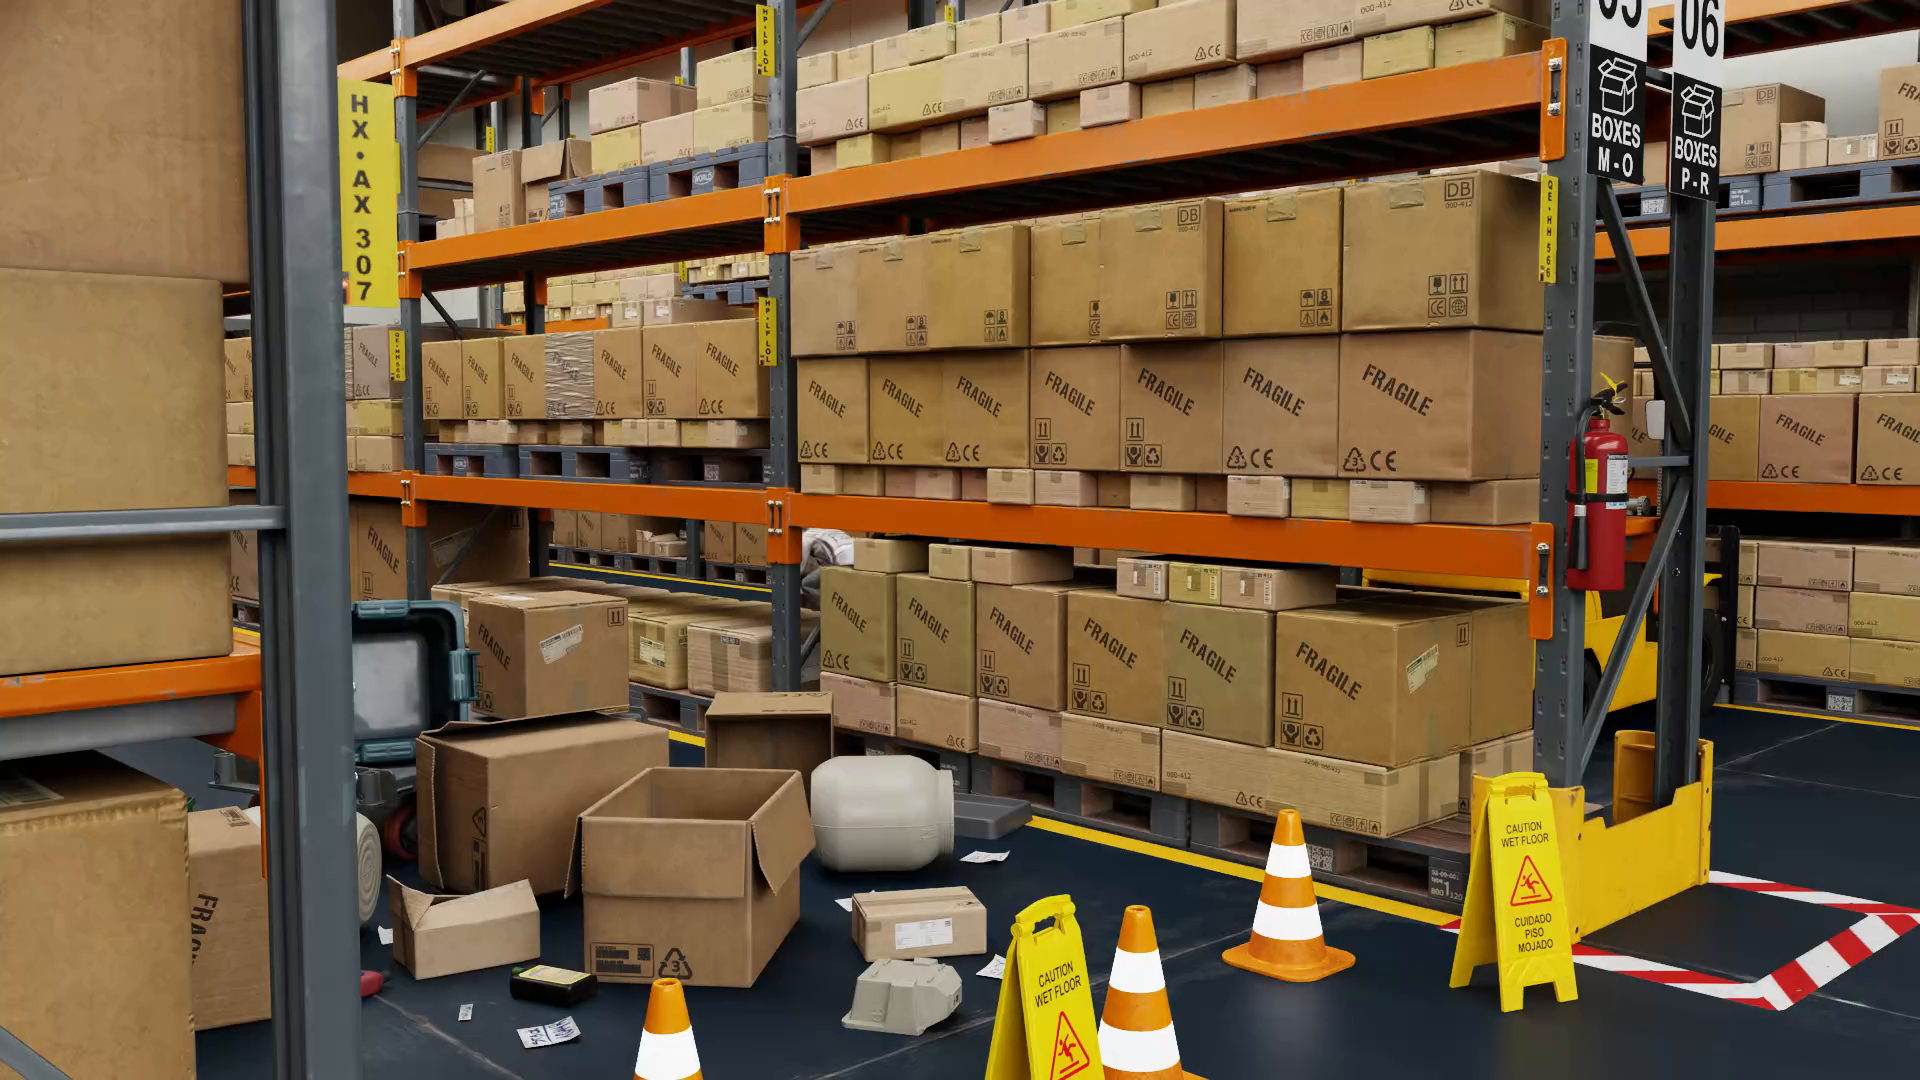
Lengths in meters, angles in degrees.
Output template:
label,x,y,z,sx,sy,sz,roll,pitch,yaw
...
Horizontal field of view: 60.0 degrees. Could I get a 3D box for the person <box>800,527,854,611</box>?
label,x,y,z,sx,sy,sz,roll,pitch,yaw
person,-1.076,0.235,13.494,0.487,0.929,0.853,-4,6,-44
